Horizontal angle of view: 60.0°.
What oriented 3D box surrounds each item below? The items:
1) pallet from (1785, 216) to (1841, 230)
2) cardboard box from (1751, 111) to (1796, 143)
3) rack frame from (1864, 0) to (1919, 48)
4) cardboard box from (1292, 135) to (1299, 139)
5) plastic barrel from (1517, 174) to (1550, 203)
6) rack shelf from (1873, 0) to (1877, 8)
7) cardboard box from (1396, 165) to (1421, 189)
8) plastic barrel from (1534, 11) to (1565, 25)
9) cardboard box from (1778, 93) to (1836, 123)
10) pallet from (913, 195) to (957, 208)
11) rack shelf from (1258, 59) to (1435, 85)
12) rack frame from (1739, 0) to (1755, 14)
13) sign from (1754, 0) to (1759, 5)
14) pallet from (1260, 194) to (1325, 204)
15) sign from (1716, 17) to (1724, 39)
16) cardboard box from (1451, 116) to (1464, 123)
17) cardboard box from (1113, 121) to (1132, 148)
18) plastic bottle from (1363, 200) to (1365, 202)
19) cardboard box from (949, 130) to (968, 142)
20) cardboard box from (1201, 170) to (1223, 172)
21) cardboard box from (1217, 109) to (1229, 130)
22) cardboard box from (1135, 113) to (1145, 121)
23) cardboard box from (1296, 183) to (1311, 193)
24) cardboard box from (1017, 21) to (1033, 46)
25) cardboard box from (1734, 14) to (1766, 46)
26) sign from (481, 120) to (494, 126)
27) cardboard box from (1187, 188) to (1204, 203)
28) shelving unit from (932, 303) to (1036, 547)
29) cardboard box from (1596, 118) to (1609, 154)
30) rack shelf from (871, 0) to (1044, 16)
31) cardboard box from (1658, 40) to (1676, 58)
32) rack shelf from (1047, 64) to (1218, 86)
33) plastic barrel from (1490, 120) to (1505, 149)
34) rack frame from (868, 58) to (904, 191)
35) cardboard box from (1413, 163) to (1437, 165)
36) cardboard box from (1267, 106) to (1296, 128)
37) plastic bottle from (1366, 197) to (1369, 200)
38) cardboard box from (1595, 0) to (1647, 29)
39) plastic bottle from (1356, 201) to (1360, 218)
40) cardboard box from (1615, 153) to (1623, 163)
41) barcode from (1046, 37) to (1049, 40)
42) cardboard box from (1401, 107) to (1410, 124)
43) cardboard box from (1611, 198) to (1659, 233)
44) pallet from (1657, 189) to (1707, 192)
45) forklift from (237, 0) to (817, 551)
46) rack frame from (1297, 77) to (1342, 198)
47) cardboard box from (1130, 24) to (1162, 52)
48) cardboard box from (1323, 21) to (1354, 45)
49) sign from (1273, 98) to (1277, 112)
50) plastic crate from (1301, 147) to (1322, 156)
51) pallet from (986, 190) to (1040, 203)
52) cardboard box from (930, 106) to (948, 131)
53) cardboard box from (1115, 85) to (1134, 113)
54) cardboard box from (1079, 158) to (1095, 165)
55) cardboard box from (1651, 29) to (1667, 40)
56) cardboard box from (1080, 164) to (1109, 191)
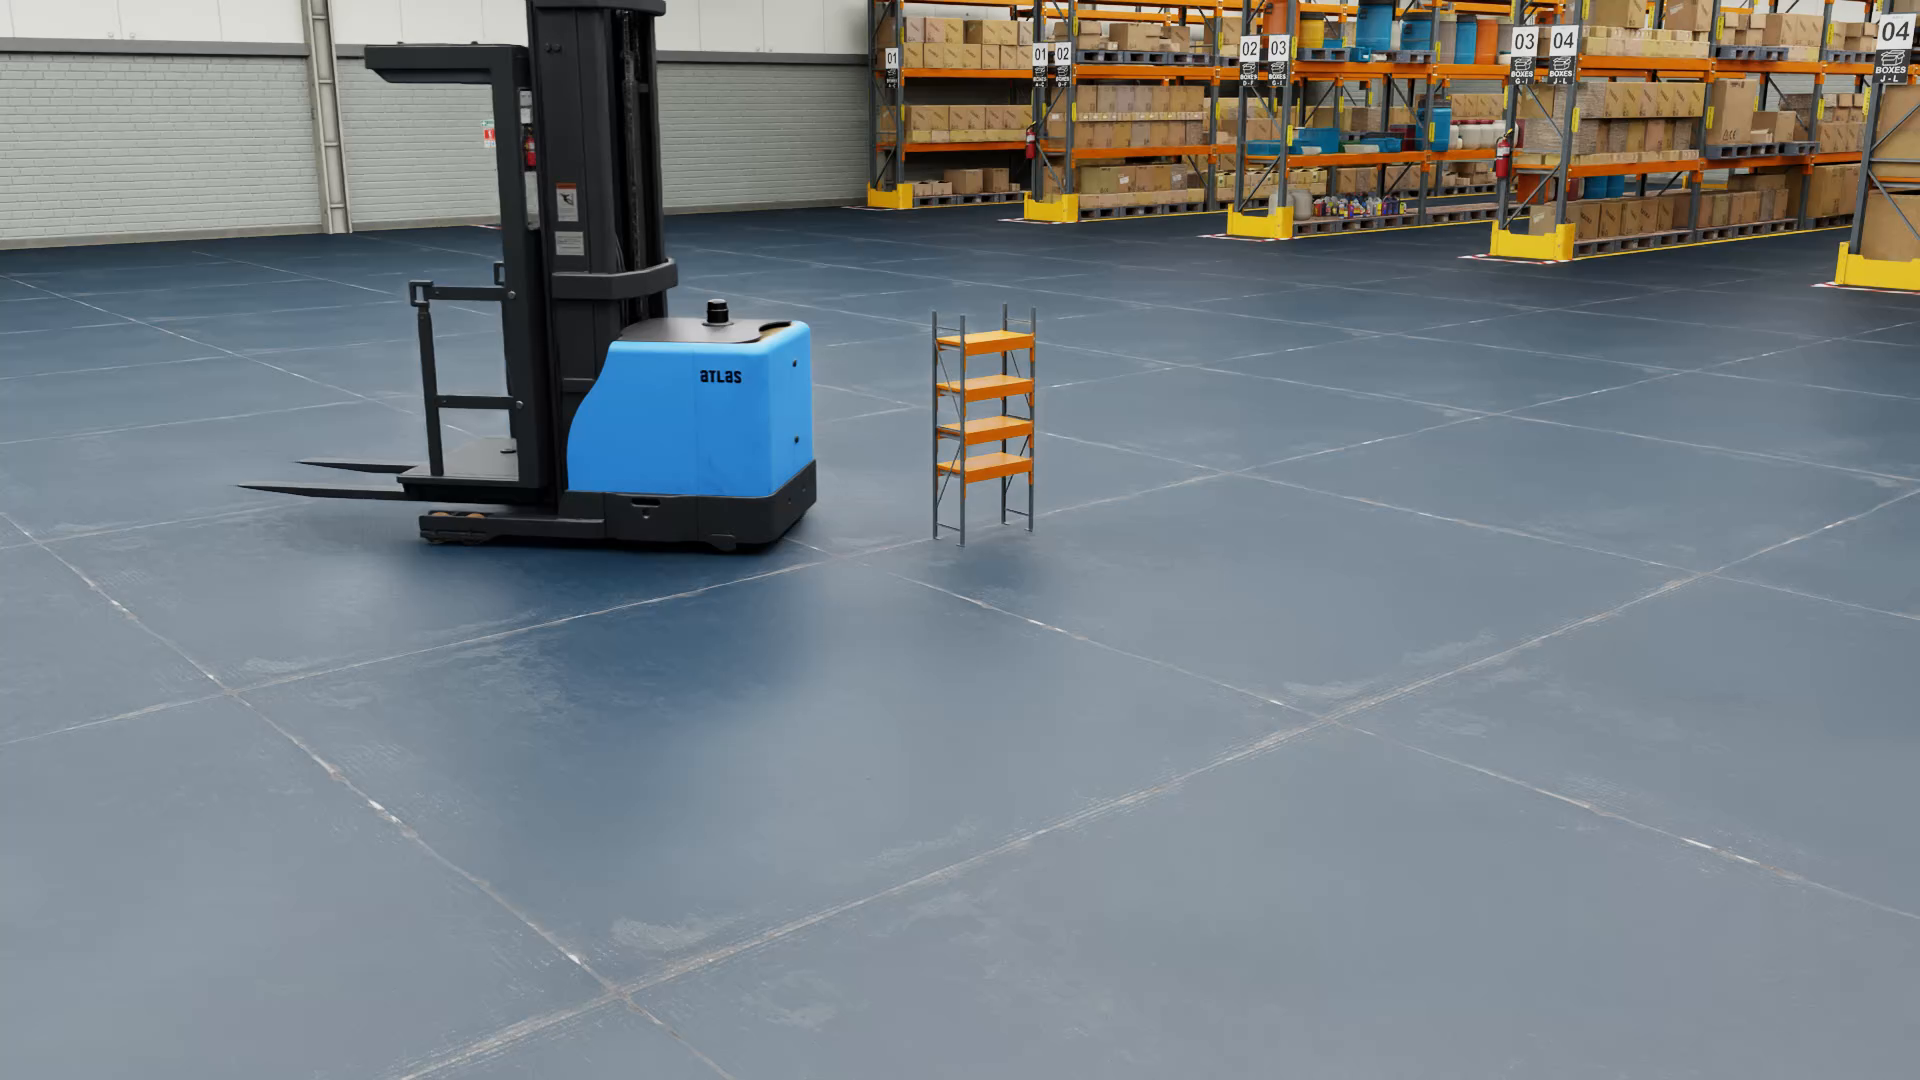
[{"bbox_3d":[14.904,-5.674,29.583,1.213,0.211,1.003,-13,19,-39],"label":"pallet"},{"bbox_3d":[13.523,-6.940,27.912,0.500,0.500,0.700,-9,18,-31],"label":"cardboard box"},{"bbox_3d":[17.277,-10.478,30.540,0.127,3.000,1.000,-13,19,-39],"label":"rack frame"},{"bbox_3d":[7.262,-8.504,35.261,0.250,0.149,0.380,-13,19,-39],"label":"cardboard box"},{"bbox_3d":[11.366,-7.107,32.936,0.708,0.830,0.600,-13,19,-39],"label":"plastic barrel"},{"bbox_3d":[18.786,-10.276,31.953,4.000,0.370,1.077,-13,19,-39],"label":"rack shelf"},{"bbox_3d":[10.215,-8.292,37.973,0.500,0.500,0.500,-13,19,-39],"label":"cardboard box"},{"bbox_3d":[11.439,-9.822,32.249,0.708,0.830,0.600,-13,19,-39],"label":"plastic barrel"},{"bbox_3d":[14.822,-7.556,29.087,0.637,0.503,0.797,-12,19,-38],"label":"cardboard box"},{"bbox_3d":[-0.837,-7.236,35.432,1.213,0.211,1.003,-13,19,-39],"label":"pallet"},{"bbox_3d":[6.482,-7.952,28.288,4.000,0.370,1.077,-13,19,-39],"label":"rack shelf"},{"bbox_3d":[17.043,-12.120,36.687,0.127,3.000,1.000,-13,19,-39],"label":"rack frame"},{"bbox_3d":[17.417,-11.860,36.338,0.005,0.325,0.100,-13,19,-39],"label":"sign"},{"bbox_3d":[7.113,-7.352,35.866,1.213,0.211,1.003,-13,19,-39],"label":"pallet"},{"bbox_3d":[11.604,-7.819,25.396,0.005,0.325,0.100,-13,19,-39],"label":"sign"},{"bbox_3d":[11.340,-9.591,38.649,0.500,0.500,0.500,-12,19,-38],"label":"cardboard box"},{"bbox_3d":[2.856,-7.774,31.847,0.500,0.500,0.700,-12,19,-39],"label":"cardboard box"},{"bbox_3d":[7.110,-5.830,29.176,0.133,0.283,0.061,-13,19,-39],"label":"plastic bottle"},{"bbox_3d":[-0.183,-8.574,35.288,0.500,0.250,0.500,-13,20,-40],"label":"cardboard box"},{"bbox_3d":[5.248,-7.513,34.492,0.500,0.311,0.500,-12,19,-38],"label":"cardboard box"},{"bbox_3d":[6.203,-10.290,40.651,0.500,0.500,0.500,-12,19,-38],"label":"cardboard box"},{"bbox_3d":[3.322,-8.123,31.896,0.250,0.149,0.380,-12,19,-39],"label":"cardboard box"},{"bbox_3d":[7.136,-7.481,35.460,0.500,0.250,0.500,-13,20,-40],"label":"cardboard box"},{"bbox_3d":[1.288,-10.970,36.024,0.500,0.500,0.500,14,20,42],"label":"cardboard box"},{"bbox_3d":[12.372,-8.147,26.610,0.637,0.503,0.797,-12,19,-37],"label":"cardboard box"},{"bbox_3d":[-8.461,-7.498,29.912,0.331,0.109,0.001,-13,19,-39],"label":"sign"},{"bbox_3d":[4.536,-6.907,33.310,0.500,0.250,0.500,-13,19,-39],"label":"cardboard box"},{"bbox_3d":[0.125,-0.608,8.700,0.503,1.200,0.258,-13,19,-39],"label":"shelving unit"},{"bbox_3d":[8.956,-5.935,24.386,0.500,0.500,0.875,-13,19,-39],"label":"cardboard box"},{"bbox_3d":[-0.021,-11.328,35.122,4.000,0.370,1.077,-13,19,-39],"label":"rack shelf"},{"bbox_3d":[10.288,-7.299,24.743,0.500,0.250,0.500,-13,20,-40],"label":"cardboard box"},{"bbox_3d":[3.233,-8.917,31.900,4.000,0.370,1.077,-13,19,-39],"label":"rack shelf"},{"bbox_3d":[10.055,-7.633,31.298,0.421,0.512,0.421,0,15,0],"label":"plastic barrel"},{"bbox_3d":[-1.530,-8.440,34.534,0.127,3.000,1.000,-13,19,-39],"label":"rack frame"},{"bbox_3d":[11.021,-8.666,39.371,0.500,0.500,0.500,-13,19,-39],"label":"cardboard box"},{"bbox_3d":[7.942,-10.706,42.438,0.700,0.700,0.980,-12,19,-39],"label":"cardboard box"},{"bbox_3d":[7.307,-6.040,29.960,0.133,0.283,0.061,-13,19,-39],"label":"plastic bottle"},{"bbox_3d":[9.522,-7.629,23.946,0.500,0.500,0.500,-13,20,-40],"label":"cardboard box"},{"bbox_3d":[6.880,-5.727,28.813,0.097,0.271,0.097,0,15,0],"label":"plastic bottle"},{"bbox_3d":[9.535,-5.641,24.541,0.250,0.149,0.380,-13,19,-39],"label":"cardboard box"},{"bbox_3d":[1.636,-9.351,31.007,0.075,0.075,0.001,-13,19,-39],"label":"barcode"},{"bbox_3d":[9.796,-9.595,37.850,0.500,0.500,0.700,-9,17,-31],"label":"cardboard box"},{"bbox_3d":[10.487,-5.061,25.916,0.500,0.500,0.500,-6,16,-22],"label":"cardboard box"},{"bbox_3d":[16.396,-7.742,37.326,1.213,0.211,1.003,-13,19,-39],"label":"pallet"},{"bbox_3d":[-2.364,-1.518,8.753,3.031,2.935,1.130,2,15,9],"label":"forklift"},{"bbox_3d":[7.760,-8.831,36.000,0.127,3.000,1.000,-13,19,-39],"label":"rack frame"},{"bbox_3d":[3.417,-9.669,32.038,0.637,0.503,0.797,-10,18,-33],"label":"cardboard box"},{"bbox_3d":[8.093,-10.885,35.743,0.500,0.500,0.500,-13,19,-39],"label":"cardboard box"},{"bbox_3d":[7.886,-10.890,41.616,0.005,0.325,0.100,-13,19,-39],"label":"sign"},{"bbox_3d":[5.860,-6.473,27.681,0.250,0.136,0.298,-13,19,-39],"label":"plastic crate"},{"bbox_3d":[1.004,-7.650,36.979,1.213,0.211,1.003,-13,19,-39],"label":"pallet"},{"bbox_3d":[-0.593,-8.844,34.844,0.500,0.500,0.500,-13,19,-39],"label":"cardboard box"},{"bbox_3d":[2.898,-8.412,31.724,0.500,0.500,0.700,-13,19,-39],"label":"cardboard box"},{"bbox_3d":[2.752,-8.777,38.334,0.500,0.250,0.500,-13,20,-41],"label":"cardboard box"},{"bbox_3d":[10.196,-7.458,24.565,0.250,0.149,0.380,-12,19,-37],"label":"cardboard box"},{"bbox_3d":[2.678,-7.034,32.332,0.500,0.500,0.500,-13,19,-39],"label":"cardboard box"}]
